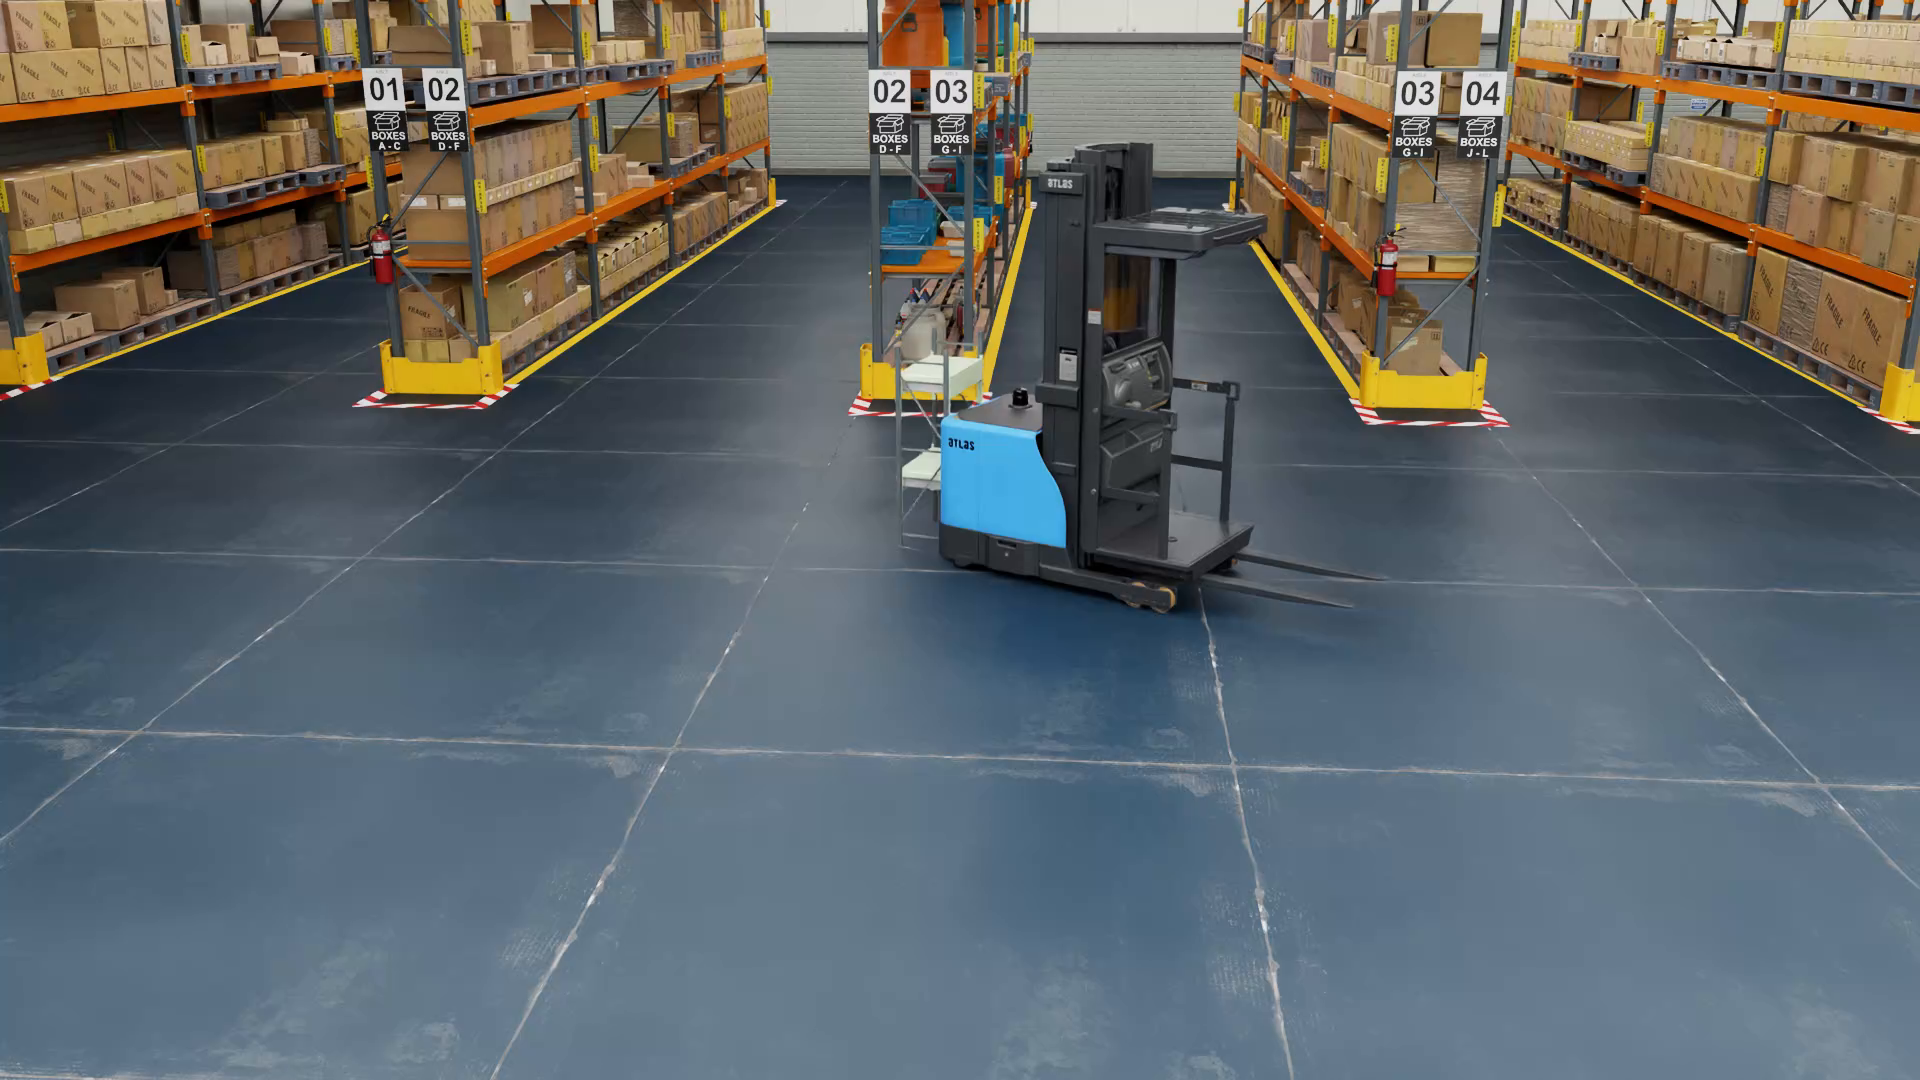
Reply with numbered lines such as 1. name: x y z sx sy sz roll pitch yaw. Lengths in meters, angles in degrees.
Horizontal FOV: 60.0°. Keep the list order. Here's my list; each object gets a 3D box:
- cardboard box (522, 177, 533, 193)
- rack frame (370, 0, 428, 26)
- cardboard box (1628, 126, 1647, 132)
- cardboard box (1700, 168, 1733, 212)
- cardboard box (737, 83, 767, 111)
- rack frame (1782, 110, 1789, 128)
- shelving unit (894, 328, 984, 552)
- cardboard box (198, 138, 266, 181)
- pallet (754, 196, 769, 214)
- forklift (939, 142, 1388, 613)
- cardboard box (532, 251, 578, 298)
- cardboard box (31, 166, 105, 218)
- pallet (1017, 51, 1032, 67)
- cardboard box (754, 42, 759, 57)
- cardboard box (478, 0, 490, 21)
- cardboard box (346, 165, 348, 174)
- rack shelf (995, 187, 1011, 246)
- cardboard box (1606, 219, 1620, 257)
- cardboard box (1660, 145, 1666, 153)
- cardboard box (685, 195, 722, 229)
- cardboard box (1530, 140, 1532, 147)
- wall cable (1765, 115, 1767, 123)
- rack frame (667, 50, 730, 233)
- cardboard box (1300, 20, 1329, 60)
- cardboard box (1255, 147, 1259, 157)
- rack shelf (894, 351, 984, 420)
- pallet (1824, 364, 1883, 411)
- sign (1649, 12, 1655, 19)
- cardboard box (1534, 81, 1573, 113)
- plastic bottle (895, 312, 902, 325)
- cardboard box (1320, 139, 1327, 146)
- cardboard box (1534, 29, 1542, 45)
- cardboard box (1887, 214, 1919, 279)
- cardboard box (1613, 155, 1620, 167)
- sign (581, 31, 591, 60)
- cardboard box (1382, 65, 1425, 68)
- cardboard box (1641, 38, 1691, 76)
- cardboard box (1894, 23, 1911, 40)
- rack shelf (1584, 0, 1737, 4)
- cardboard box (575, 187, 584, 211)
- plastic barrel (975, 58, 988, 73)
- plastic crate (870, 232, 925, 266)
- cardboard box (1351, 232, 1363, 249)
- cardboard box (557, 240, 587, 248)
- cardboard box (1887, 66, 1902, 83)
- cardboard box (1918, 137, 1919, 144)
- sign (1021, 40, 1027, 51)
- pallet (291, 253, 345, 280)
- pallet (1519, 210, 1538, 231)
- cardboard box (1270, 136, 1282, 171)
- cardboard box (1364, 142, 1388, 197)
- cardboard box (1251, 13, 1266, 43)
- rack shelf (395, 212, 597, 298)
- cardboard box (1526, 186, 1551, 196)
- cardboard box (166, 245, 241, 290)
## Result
1. cardboard box: -4.955 -3.926 18.384 0.380 0.149 0.250 1 18 4
2. rack frame: -9.389 -9.663 27.460 1.000 3.000 0.127 1 18 4
3. cardboard box: 10.460 -6.250 25.454 0.380 0.149 0.250 1 18 2
4. cardboard box: 9.642 -4.383 20.820 0.500 0.500 0.500 1 18 4
5. cardboard box: -3.919 -8.323 31.240 0.500 0.500 0.500 1 18 3
6. rack frame: 15.604 -7.501 30.498 1.000 3.000 0.127 1 18 4
7. shelving unit: -0.145 -0.747 12.293 0.431 1.500 0.755 6 19 19
8. cardboard box: -9.829 -5.120 22.363 0.700 0.500 0.500 4 19 11
9. pallet: -4.223 -6.348 31.458 1.003 0.211 1.213 1 18 4
10. forklift: 1.367 -1.102 11.078 3.031 2.935 1.130 11 21 31
11. cardboard box: -4.884 -3.163 19.796 0.500 0.500 0.500 1 18 4
12. cardboard box: -9.827 -3.834 18.312 0.500 0.500 0.500 1 18 2
13. pallet: 0.533 -7.681 26.532 1.213 0.211 1.003 1 18 4
14. cardboard box: -3.982 -8.978 30.430 0.500 0.250 0.500 1 18 4
15. cardboard box: -8.930 -9.623 30.358 0.500 0.500 0.500 2 18 6
16. cardboard box: -9.422 -5.557 24.935 0.380 0.149 0.250 1 18 3
17. rack shelf: 0.062 -4.385 22.144 1.077 0.370 4.000 1 18 4
18. cardboard box: 9.913 -4.479 24.614 0.500 0.500 0.500 2 18 6
19. cardboard box: 10.354 -5.630 24.039 0.380 0.149 0.250 1 18 2
20. cardboard box: -4.242 -5.410 27.425 0.500 0.500 0.500 1 18 4
21. cardboard box: 10.333 -7.038 29.488 0.380 0.149 0.250 1 18 3
22. wall cable: 17.400 -9.708 35.600 0.588 1.984 0.122 1 18 4
23. rack frame: -4.448 -6.702 28.060 1.000 3.000 0.127 1 18 4
24. cardboard box: 4.815 -6.650 22.121 0.500 0.500 0.500 1 18 4
25. cardboard box: 5.127 -6.463 27.732 0.380 0.149 0.250 1 18 4
26. rack shelf: -0.145 -1.118 12.172 0.431 0.370 0.720 6 19 19
27. pallet: 9.491 -1.536 16.771 1.003 0.211 1.213 1 18 4
28. sign: 10.926 -8.185 26.305 0.100 0.325 0.005 1 18 4
29. cardboard box: 10.240 -7.634 28.661 0.500 0.500 0.500 1 18 2
30. plastic bottle: -0.684 -2.399 18.582 0.061 0.283 0.133 2 18 5
31. cardboard box: 5.206 -5.141 22.459 0.700 0.500 0.500 4 19 12
32. cardboard box: 10.284 -8.723 28.846 0.500 0.250 0.500 1 18 5
33. cardboard box: 9.493 -2.798 15.905 0.875 0.550 0.550 1 18 4
34. cardboard box: 9.700 -5.496 24.108 0.380 0.149 0.250 2 18 5
35. sign: -4.468 -5.914 19.881 0.100 0.325 0.005 1 18 4
36. cardboard box: 4.463 -4.708 16.757 0.380 0.149 0.250 2 18 5
37. cardboard box: 9.873 -6.752 23.233 0.500 0.500 0.500 1 18 4
38. cardboard box: 9.252 -4.893 16.008 0.380 0.149 0.250 2 18 5
39. rack shelf: 10.229 -8.036 24.292 1.077 0.370 4.000 1 18 4
40. cardboard box: -5.030 -4.300 20.970 0.500 0.250 0.500 2 18 7
41. plastic barrel: 0.347 -6.308 22.261 0.301 0.262 0.301 0 18 0
42. plastic crate: -0.631 -2.955 16.863 0.499 0.251 0.616 1 18 4
43. cardboard box: 4.389 -3.195 17.760 0.380 0.149 0.250 1 18 4
44. cardboard box: -5.209 -3.826 22.123 0.500 0.311 0.500 1 18 4
45. cardboard box: 9.253 -4.511 16.125 0.380 0.149 0.250 1 18 4
46. cardboard box: 14.932 -5.976 25.282 0.500 0.250 0.500 2 18 5
47. sign: 1.041 -8.007 27.211 0.100 0.325 0.005 1 18 4
48. pallet: -9.734 -4.002 24.296 1.003 0.211 1.213 1 18 4
49. pallet: 10.470 -5.602 29.181 1.003 0.211 1.213 1 18 4
50. cardboard box: 5.047 -5.918 25.506 0.500 0.500 0.500 2 18 5
51. cardboard box: 4.395 -3.749 16.802 0.500 0.500 0.500 1 18 4
52. cardboard box: 5.575 -9.108 29.588 0.700 0.500 0.500 1 18 2
53. rack shelf: -5.165 -3.255 18.694 1.077 0.370 4.000 1 18 4
54. cardboard box: 10.208 -6.143 29.303 0.380 0.149 0.250 2 18 5
55. cardboard box: -9.927 -3.577 21.831 0.700 0.500 0.500 2 18 6
